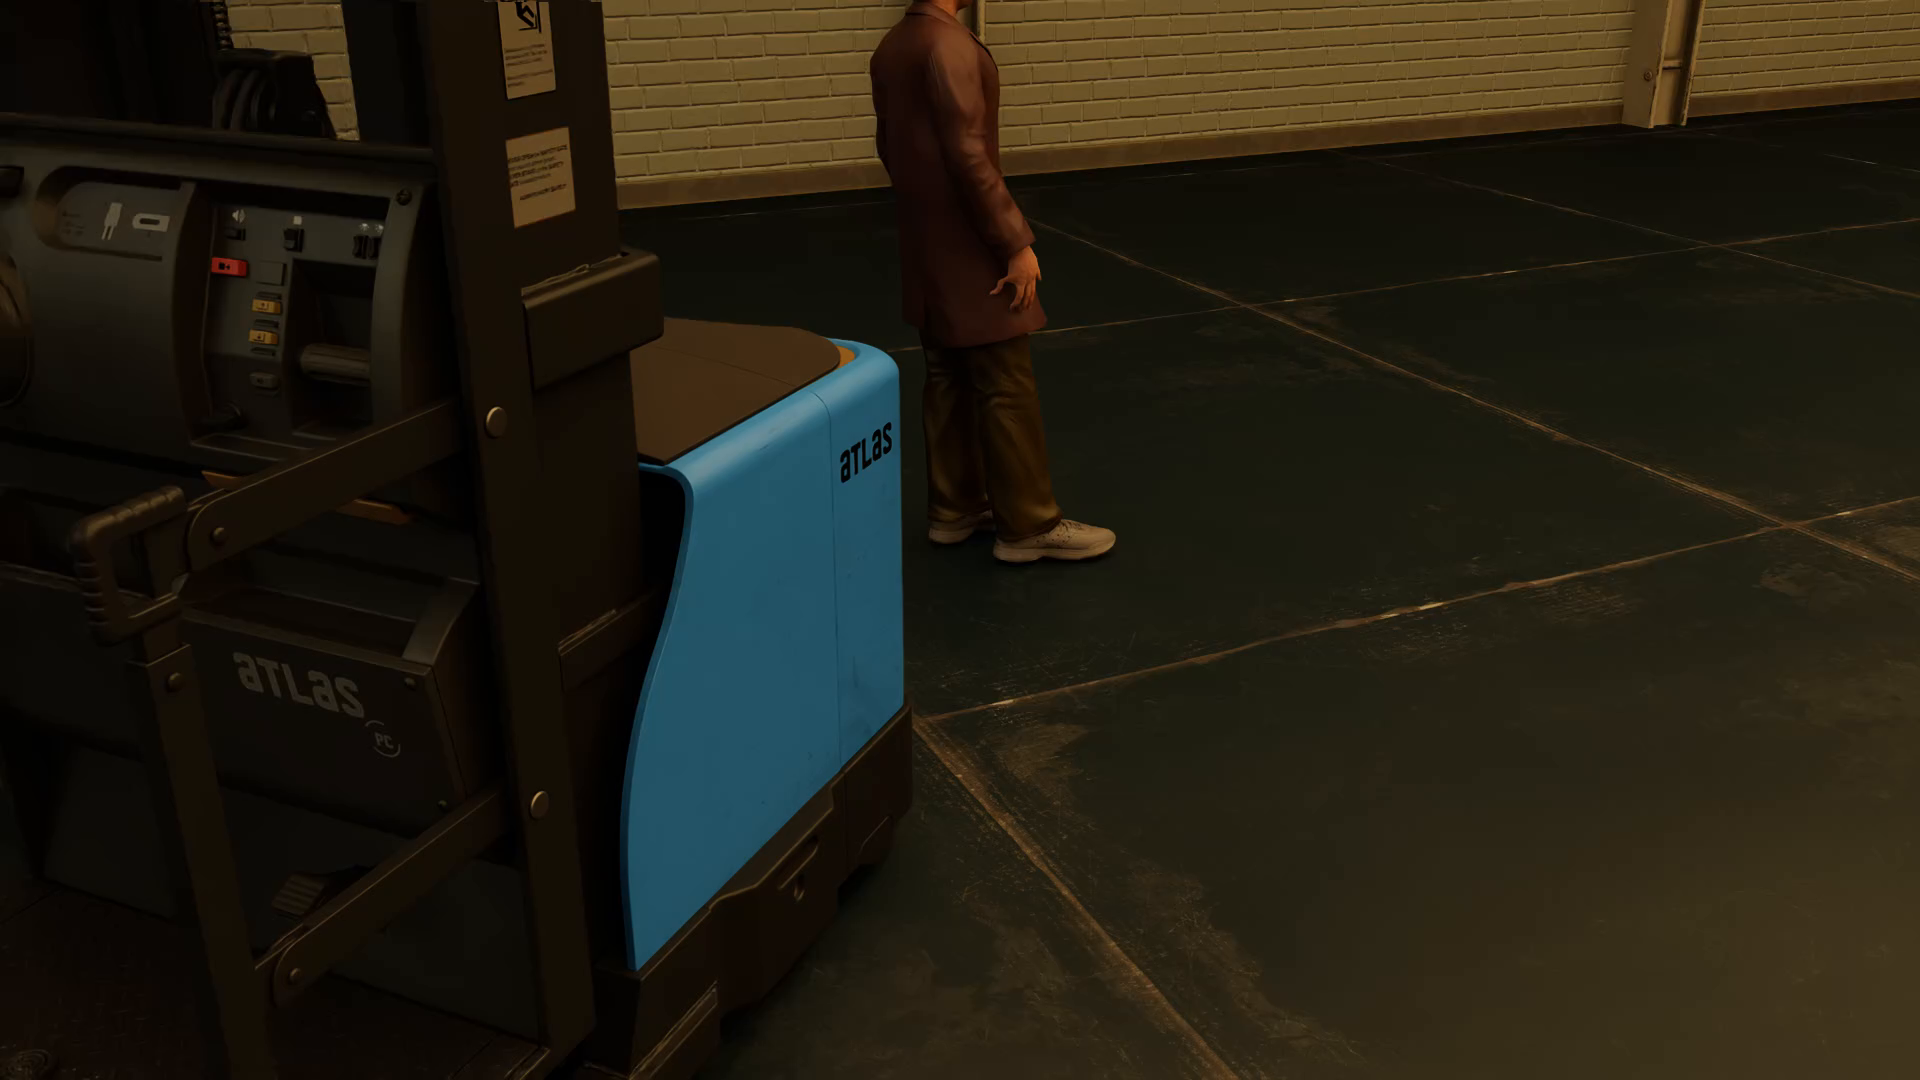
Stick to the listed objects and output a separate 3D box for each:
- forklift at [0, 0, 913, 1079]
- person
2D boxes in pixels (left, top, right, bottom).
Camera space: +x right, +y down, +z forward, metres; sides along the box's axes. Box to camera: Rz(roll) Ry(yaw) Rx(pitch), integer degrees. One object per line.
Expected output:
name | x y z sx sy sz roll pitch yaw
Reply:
forklift | -1.166 -0.301 2.010 1.130 2.935 3.031 10 24 22
person | 0.084 -0.841 4.794 0.582 1.776 0.694 -10 25 -23
